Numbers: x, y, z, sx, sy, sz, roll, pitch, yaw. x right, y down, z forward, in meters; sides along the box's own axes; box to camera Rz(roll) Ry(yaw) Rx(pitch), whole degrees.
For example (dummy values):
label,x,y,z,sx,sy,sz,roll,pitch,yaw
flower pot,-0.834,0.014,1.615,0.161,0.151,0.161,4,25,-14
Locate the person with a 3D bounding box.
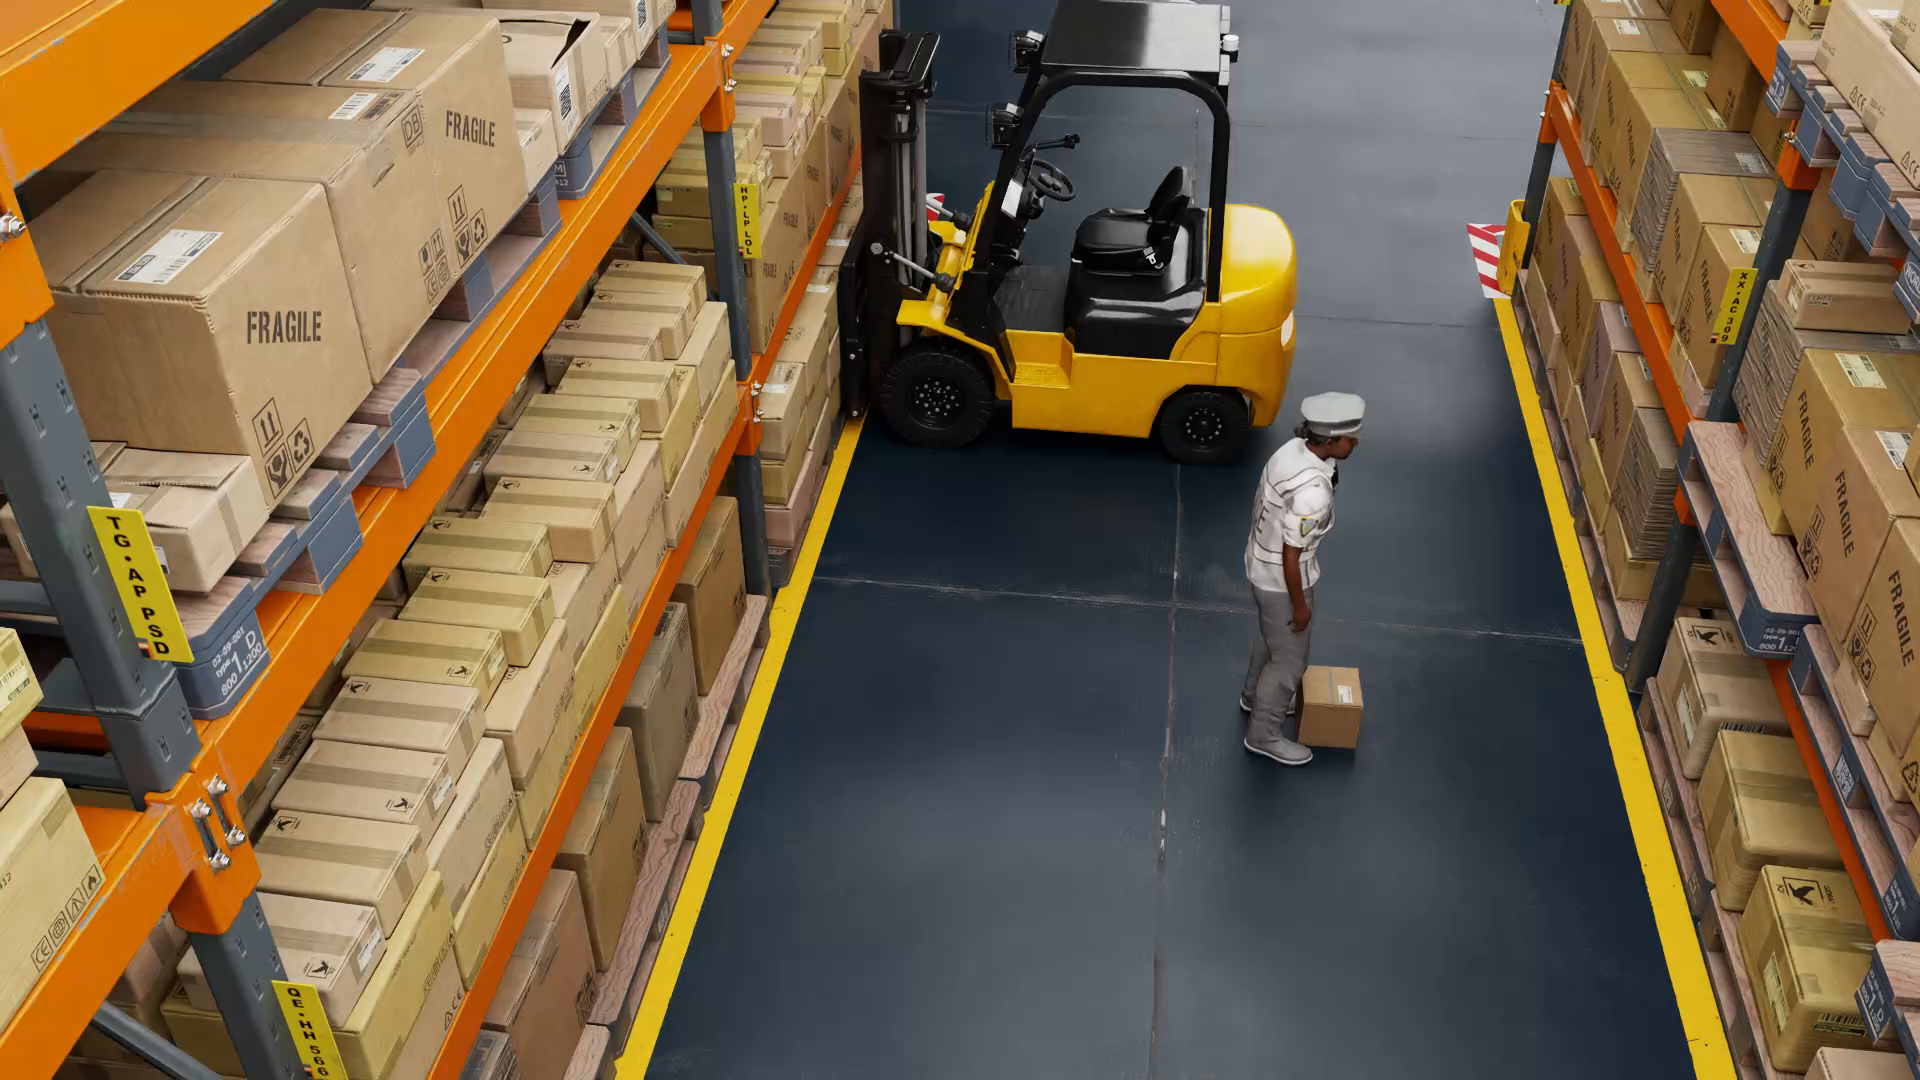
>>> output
label,x,y,z,sx,sy,sz,roll,pitch,yaw
person,1.370,0.149,6.838,0.397,1.657,0.509,4,37,6
